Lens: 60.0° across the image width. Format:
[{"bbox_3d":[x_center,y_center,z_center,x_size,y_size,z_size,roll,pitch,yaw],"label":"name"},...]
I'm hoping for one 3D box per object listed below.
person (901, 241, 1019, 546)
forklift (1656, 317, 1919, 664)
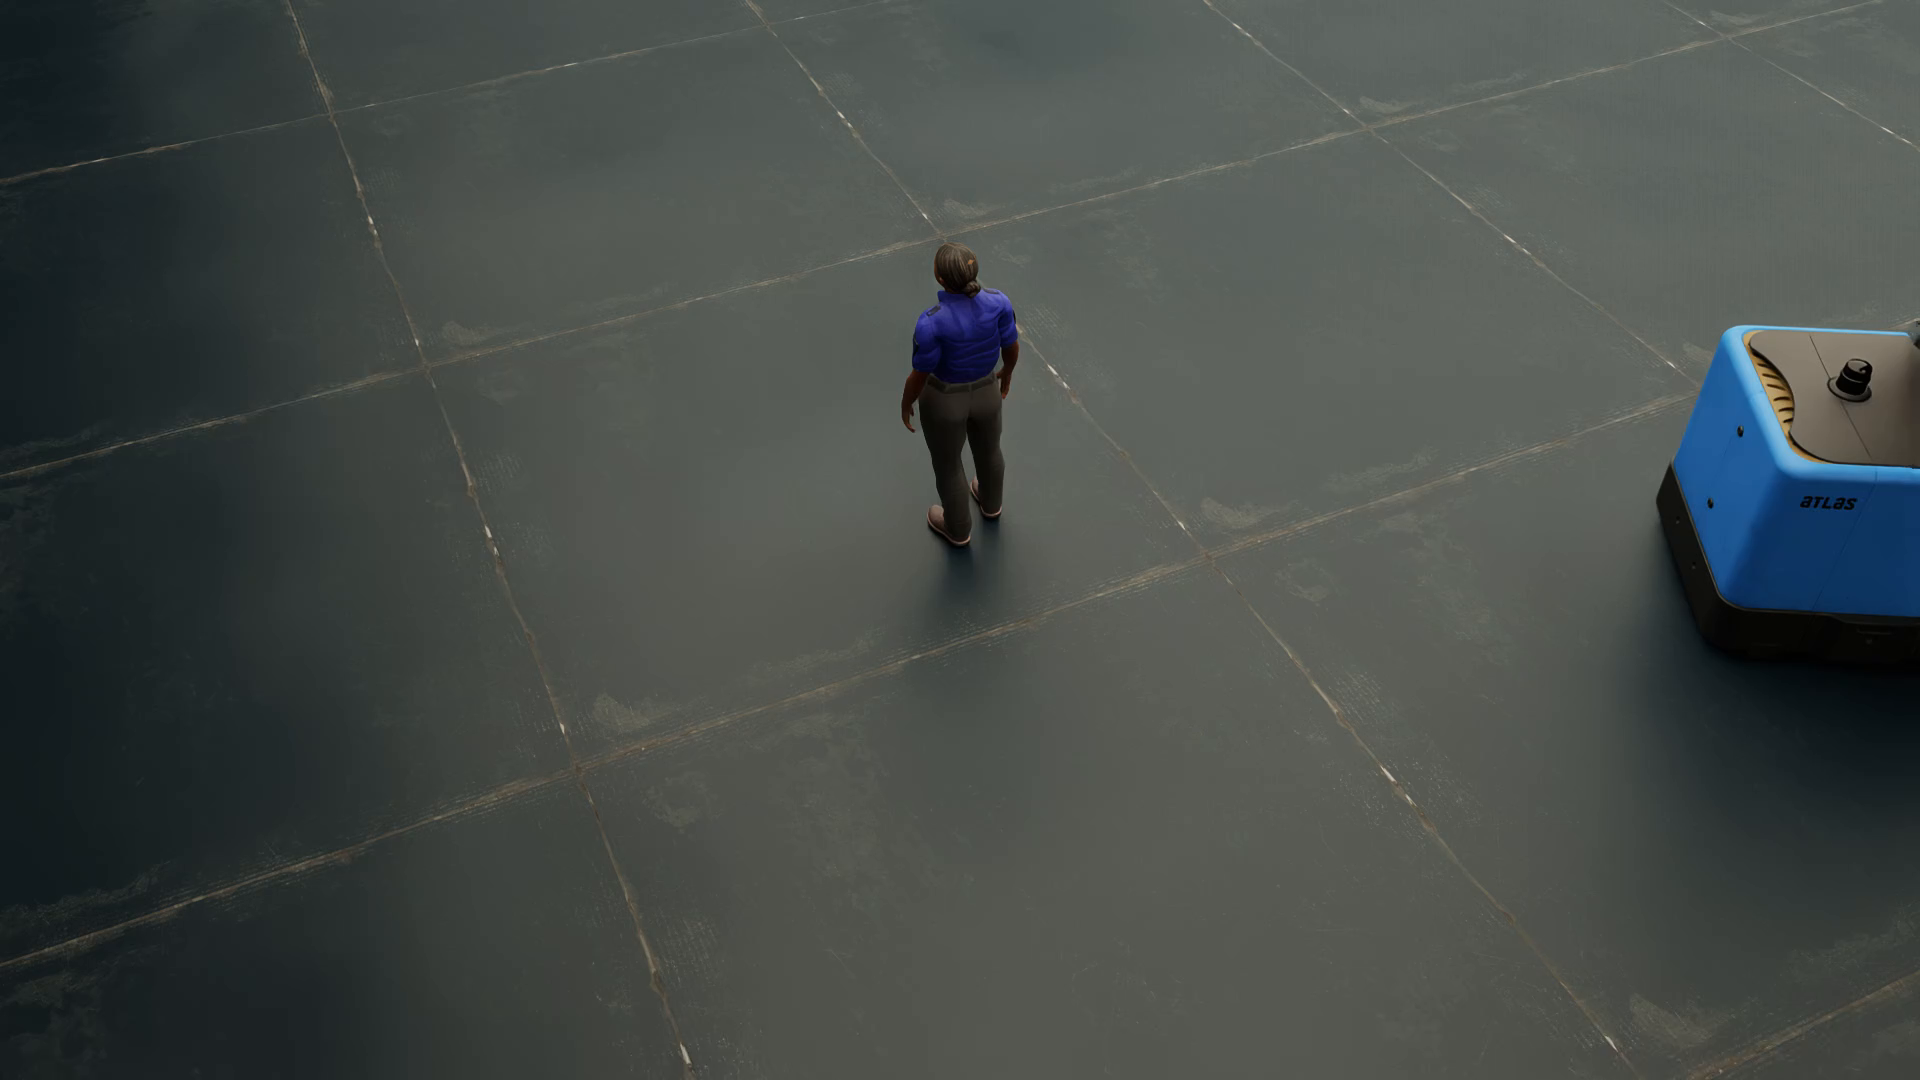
[{"bbox_3d":[-0.019,-0.670,7.323,0.569,1.654,0.504,-18,46,-18],"label":"person"},{"bbox_3d":[4.789,-0.827,6.567,3.031,2.935,1.130,3,43,3],"label":"forklift"}]
